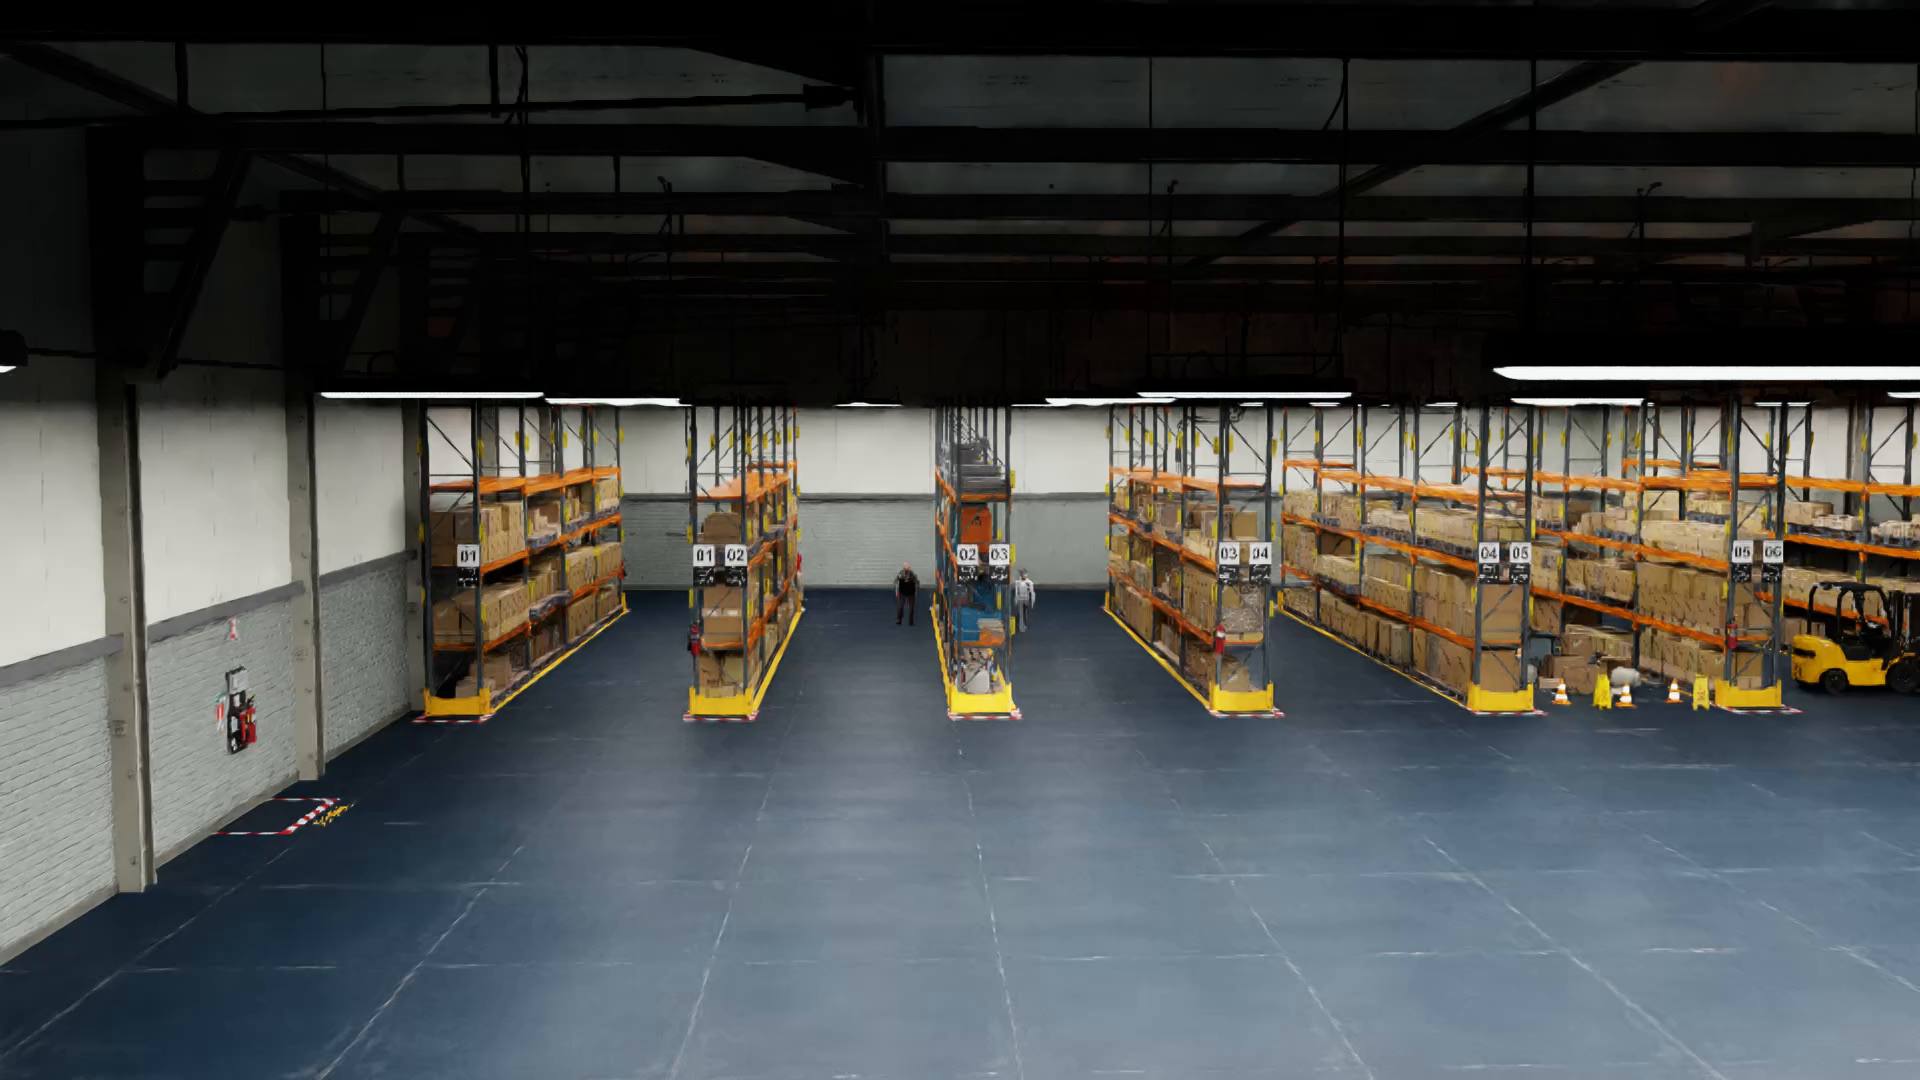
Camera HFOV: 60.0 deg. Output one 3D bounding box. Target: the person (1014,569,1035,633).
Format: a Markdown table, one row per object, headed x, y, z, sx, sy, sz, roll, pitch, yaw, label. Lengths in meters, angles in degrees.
| x | y | z | sx | sy | sz | roll | pitch | yaw | label |
| --- | --- | --- | --- | --- | --- | --- | --- | --- | --- |
| 1.663 | 1.543 | 42.701 | 0.500 | 1.625 | 0.998 | 0 | 5 | -4 | person |

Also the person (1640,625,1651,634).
| x | y | z | sx | sy | sz | roll | pitch | yaw | label |
| --- | --- | --- | --- | --- | --- | --- | --- | --- | --- |
| 17.412 | 1.524 | 41.835 | 0.583 | 1.785 | 0.661 | 2 | 5 | 24 | person |

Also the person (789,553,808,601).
| x | y | z | sx | sy | sz | roll | pitch | yaw | label |
| --- | --- | --- | --- | --- | --- | --- | --- | --- | --- |
| -4.959 | 0.987 | 49.532 | 0.677 | 1.671 | 0.764 | -2 | 5 | -24 | person |

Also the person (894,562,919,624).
| x | y | z | sx | sy | sz | roll | pitch | yaw | label |
| --- | --- | --- | --- | --- | --- | --- | --- | --- | --- |
| -1.423 | 1.418 | 44.194 | 0.677 | 1.673 | 0.530 | 0 | 5 | -4 | person |
